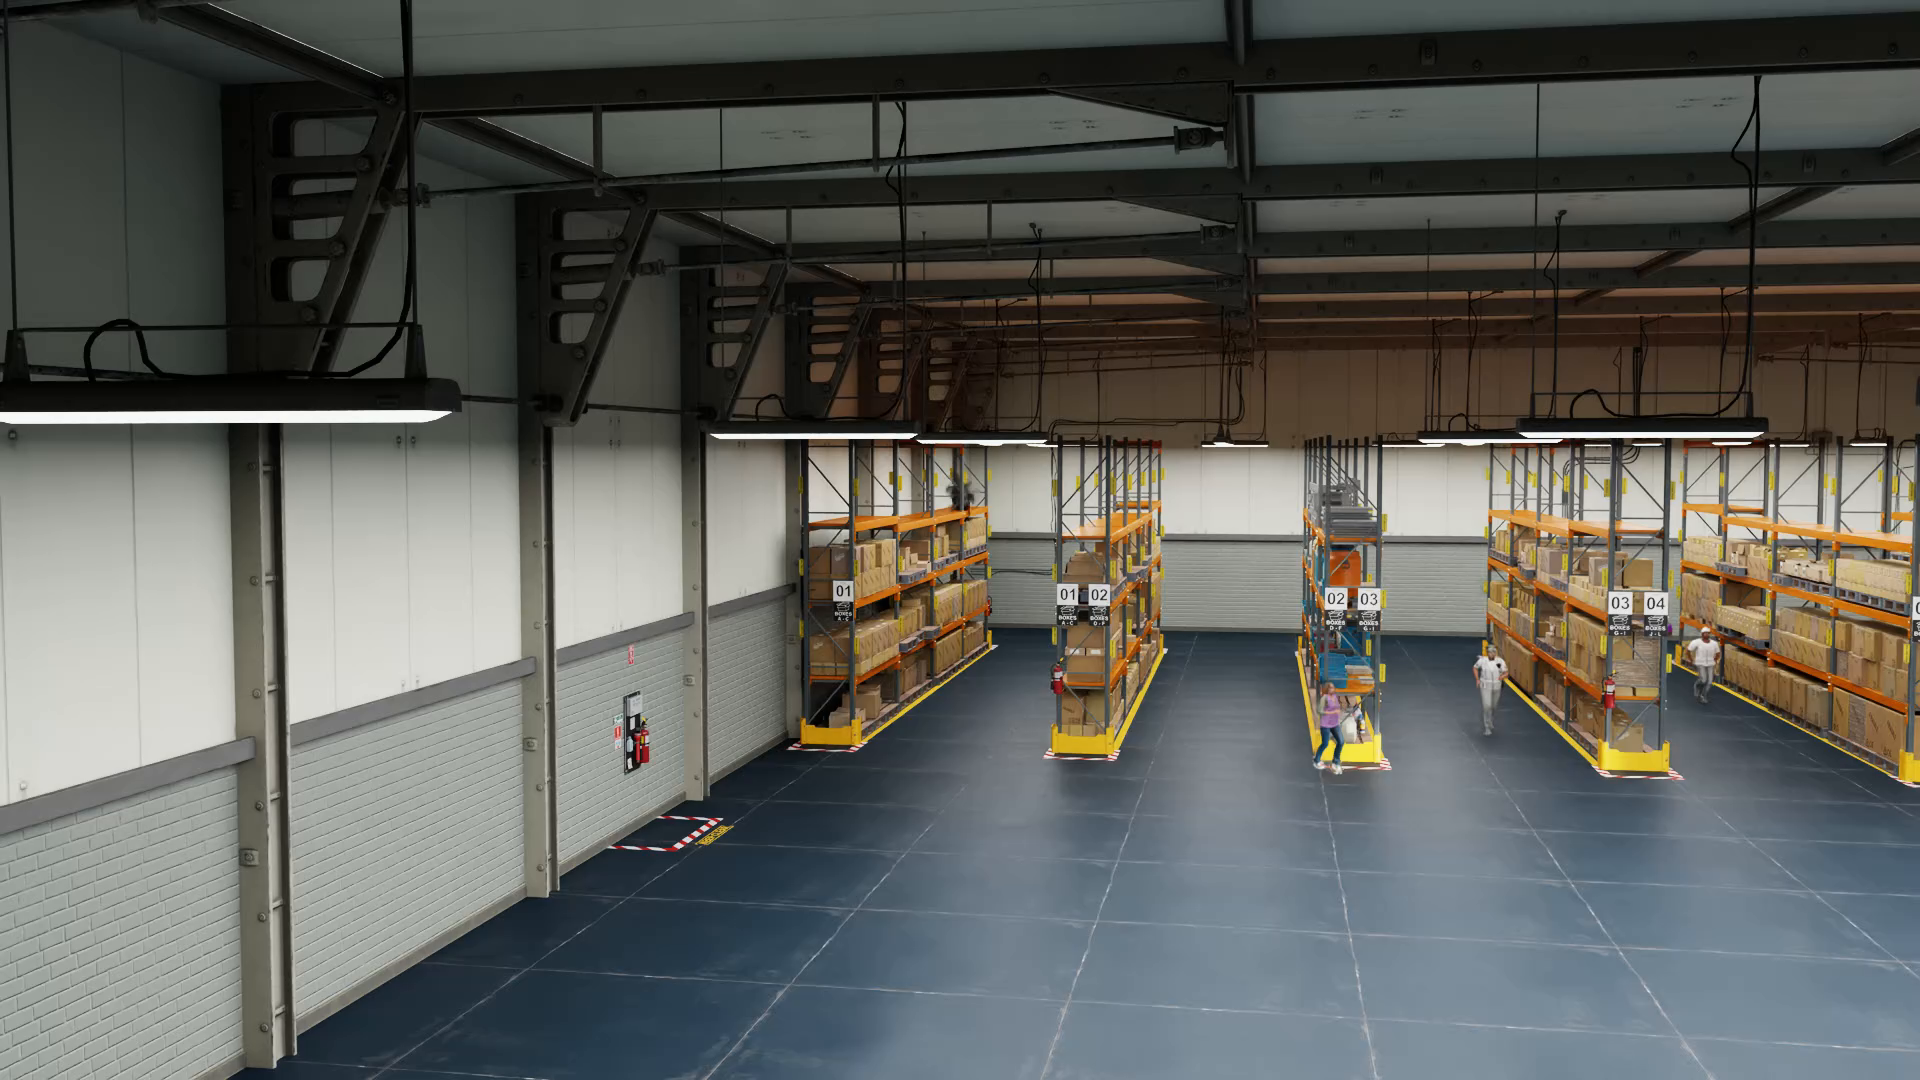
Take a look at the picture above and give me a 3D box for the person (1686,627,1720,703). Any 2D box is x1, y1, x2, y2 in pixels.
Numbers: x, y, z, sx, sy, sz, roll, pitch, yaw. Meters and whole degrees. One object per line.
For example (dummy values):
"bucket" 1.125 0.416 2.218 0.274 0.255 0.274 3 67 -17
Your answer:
"person" 16.835 2.828 37.575 0.691 1.720 0.576 0 3 6

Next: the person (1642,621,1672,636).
"person" 17.566 2.606 41.918 0.683 1.678 0.818 0 3 2

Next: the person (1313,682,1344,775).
"person" 6.534 3.330 29.458 0.521 1.644 0.634 -2 4 -31

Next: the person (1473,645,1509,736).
"person" 10.768 3.016 33.695 0.650 1.826 0.851 0 3 5
